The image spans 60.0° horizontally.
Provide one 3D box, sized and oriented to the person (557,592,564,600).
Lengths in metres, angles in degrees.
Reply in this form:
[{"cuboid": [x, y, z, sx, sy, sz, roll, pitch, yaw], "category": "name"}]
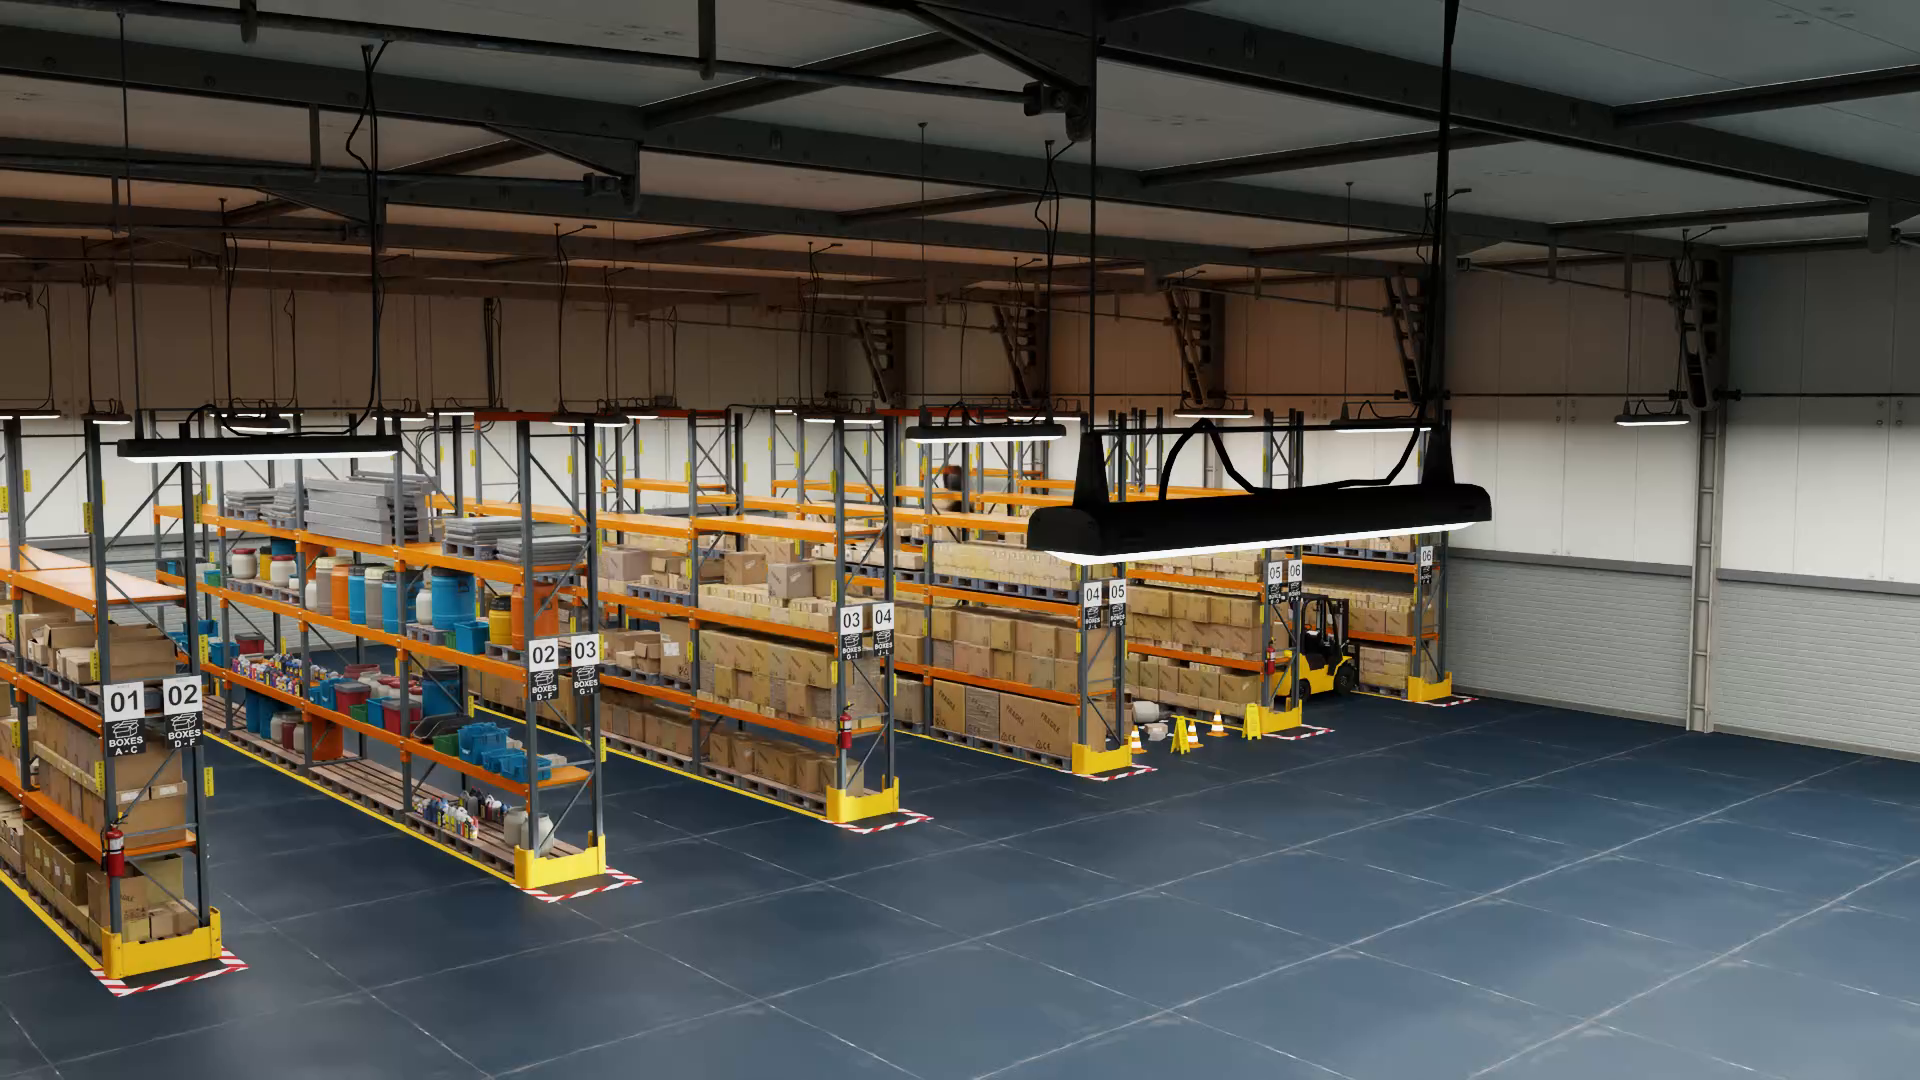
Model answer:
[{"cuboid": [-9.570, 2.035, 39.559, 0.636, 1.781, 0.786, -4, 6, -38], "category": "person"}]
